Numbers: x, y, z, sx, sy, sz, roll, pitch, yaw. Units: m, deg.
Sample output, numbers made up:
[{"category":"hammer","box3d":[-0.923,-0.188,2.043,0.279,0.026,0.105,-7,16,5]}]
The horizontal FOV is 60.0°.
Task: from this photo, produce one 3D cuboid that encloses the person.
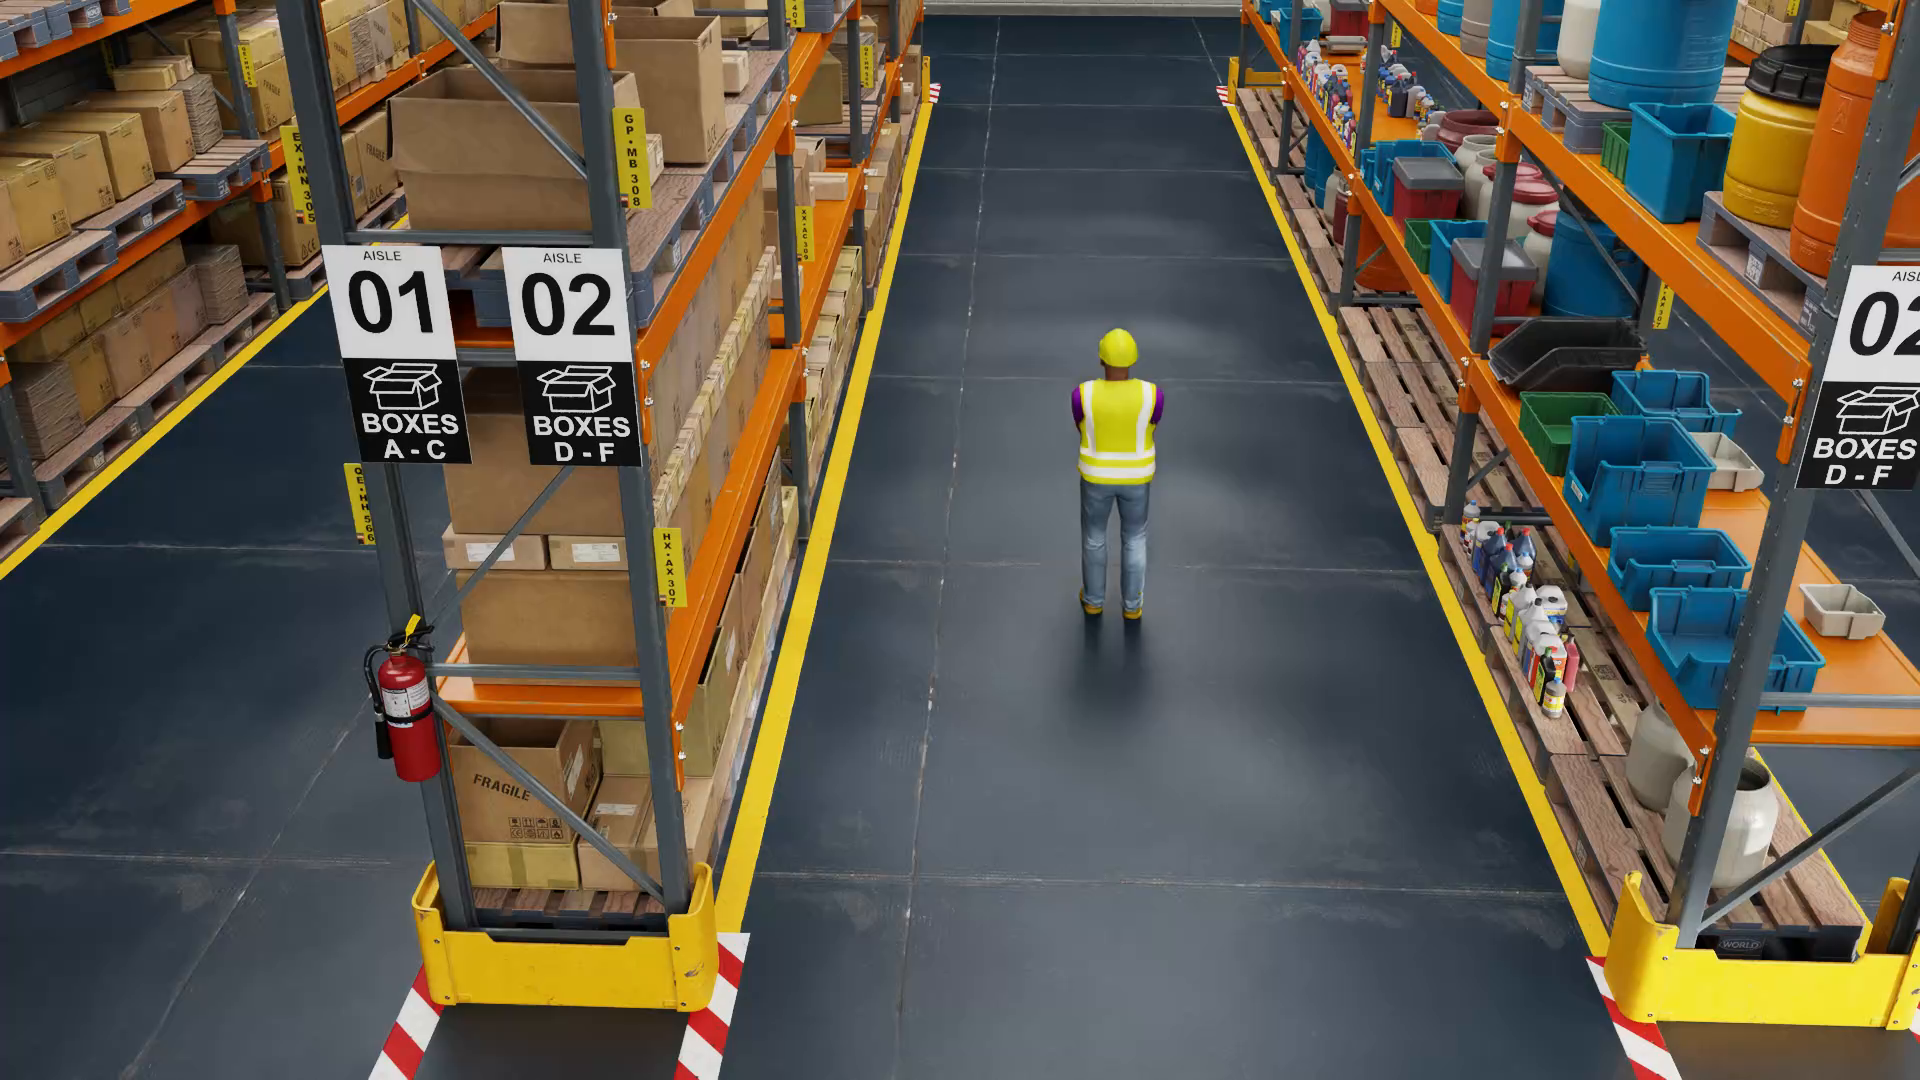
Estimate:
[{"category":"person","box3d":[0.863,-0.407,9.376,0.502,1.758,0.577,1,28,2]}]
